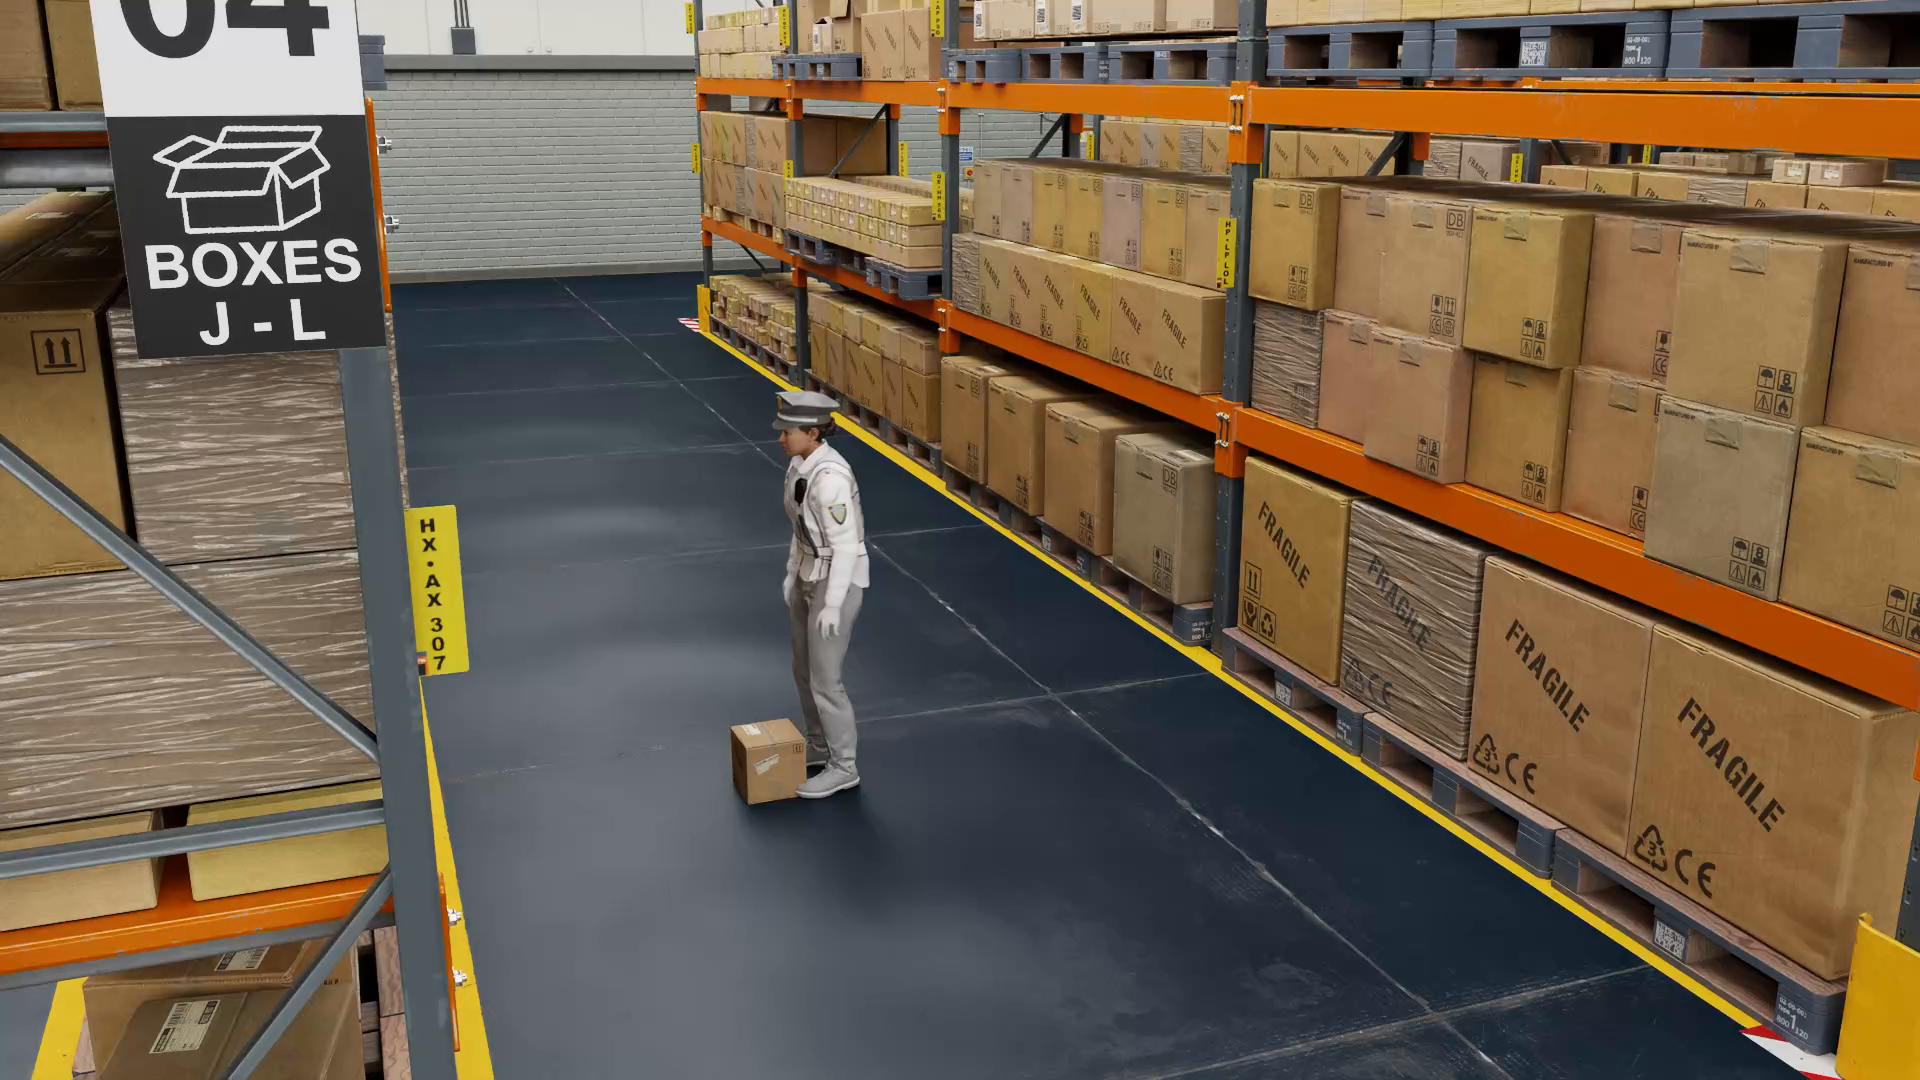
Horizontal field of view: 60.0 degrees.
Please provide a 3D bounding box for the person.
[{"bbox_3d":[-0.569,0.210,6.770,0.370,1.666,0.545,-7,17,-22],"label":"person"}]
